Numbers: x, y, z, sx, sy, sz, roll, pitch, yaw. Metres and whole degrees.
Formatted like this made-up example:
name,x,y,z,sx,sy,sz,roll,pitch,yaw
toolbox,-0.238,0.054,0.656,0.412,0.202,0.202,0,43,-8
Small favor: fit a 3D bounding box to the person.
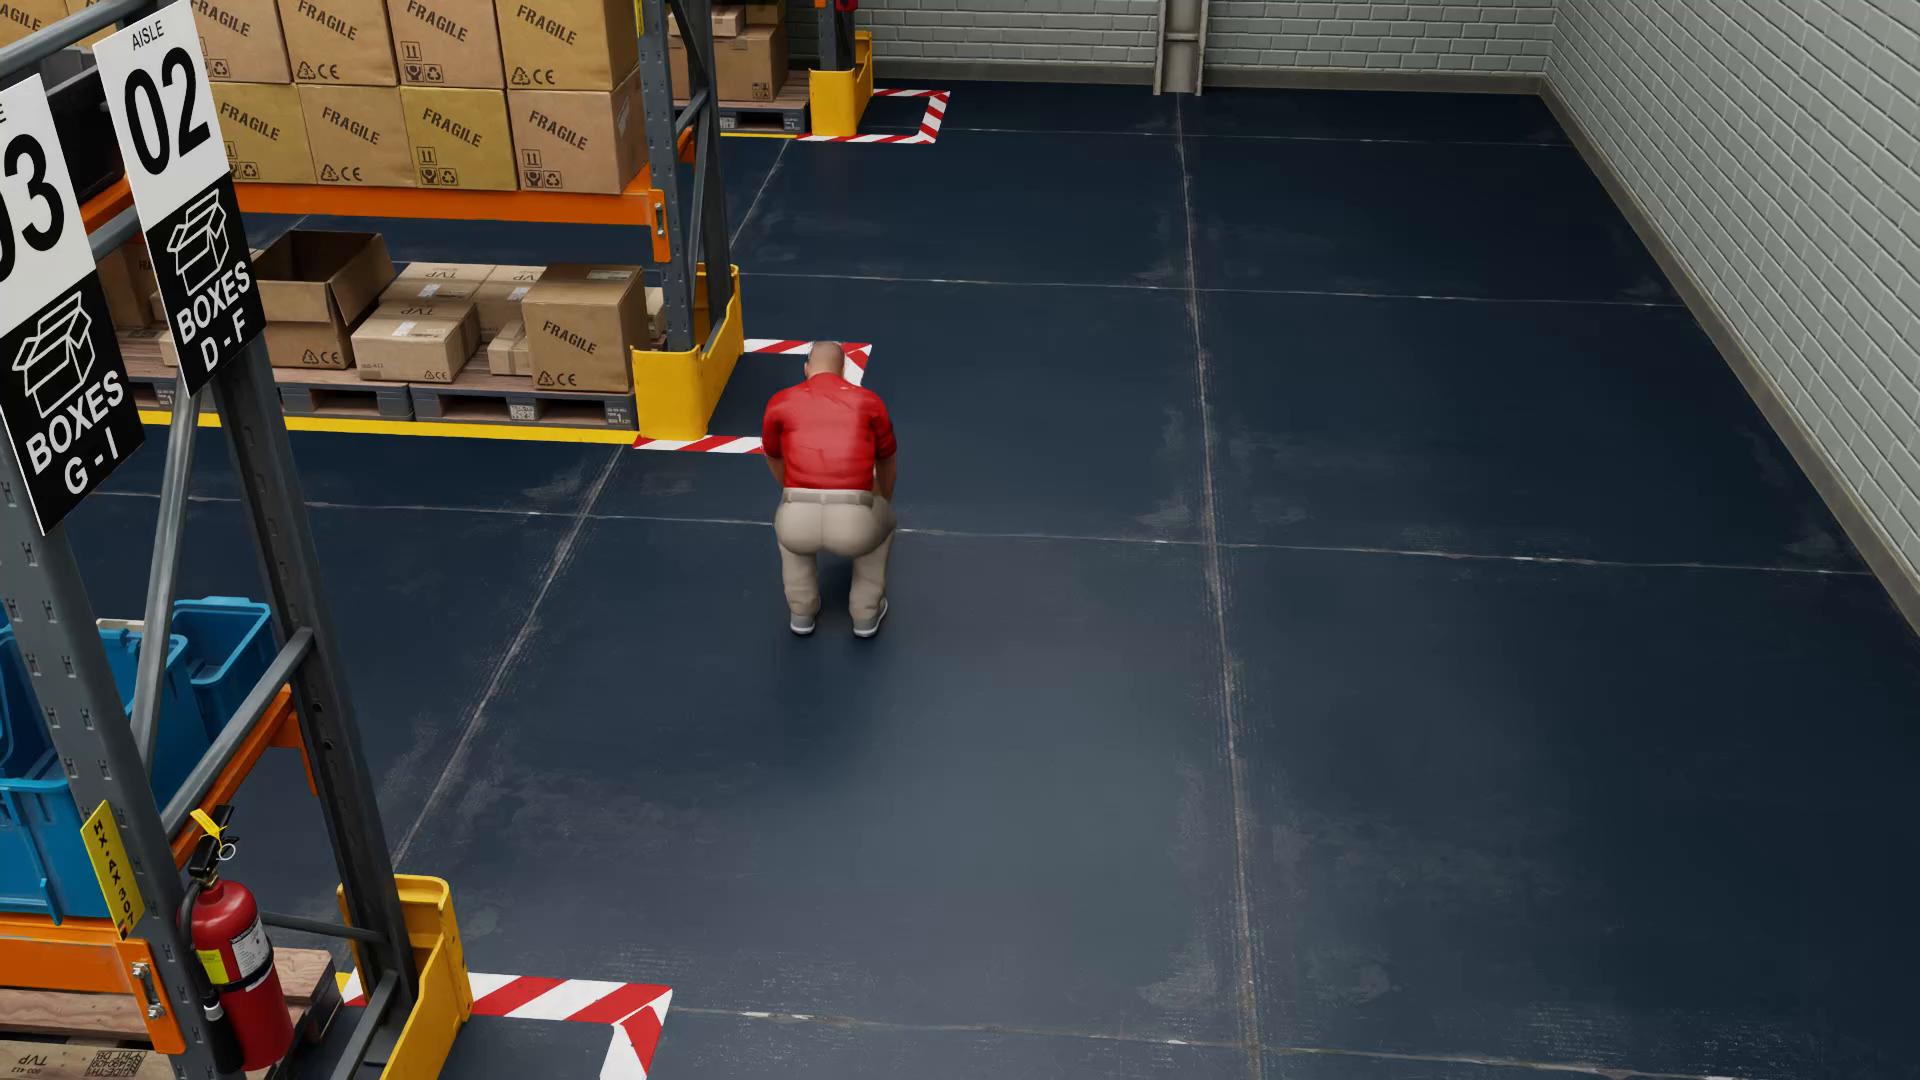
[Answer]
name,x,y,z,sx,sy,sz,roll,pitch,yaw
person,-0.540,-0.179,7.017,0.523,0.997,0.794,2,32,4
